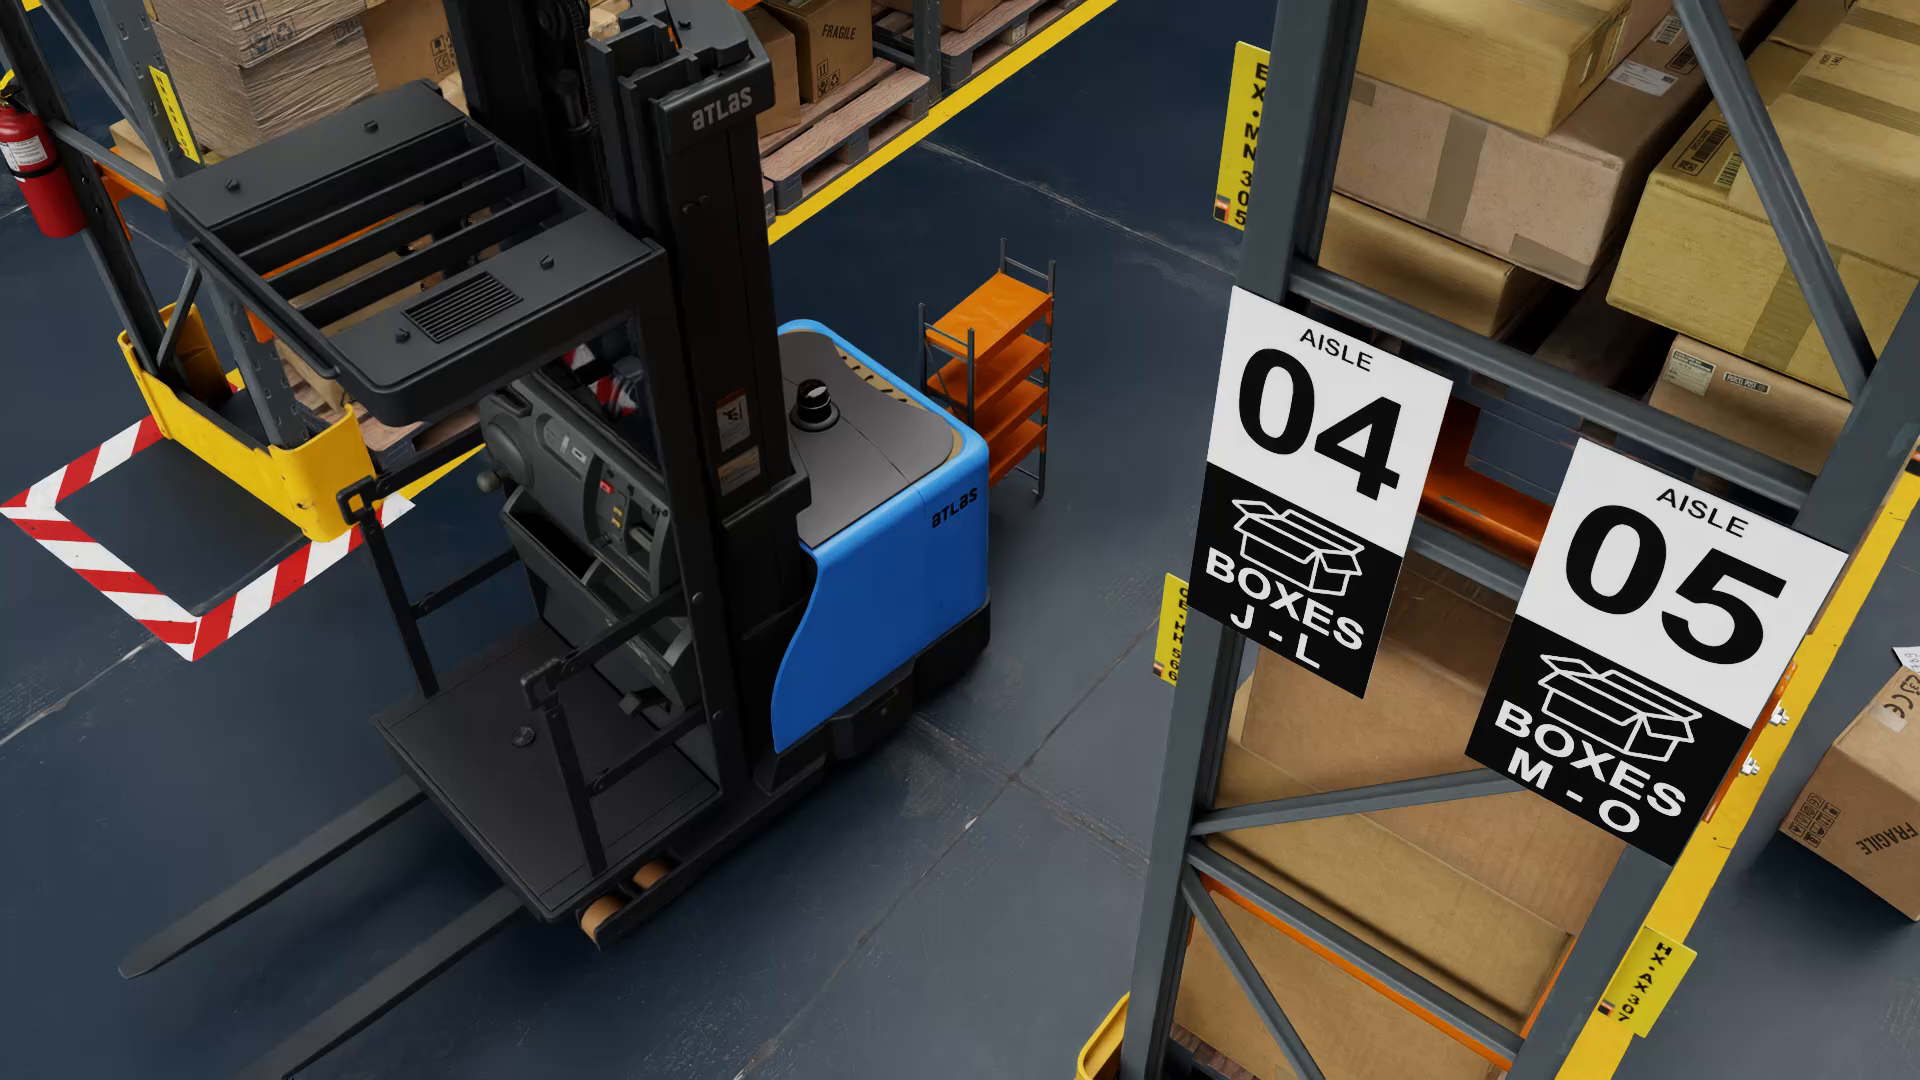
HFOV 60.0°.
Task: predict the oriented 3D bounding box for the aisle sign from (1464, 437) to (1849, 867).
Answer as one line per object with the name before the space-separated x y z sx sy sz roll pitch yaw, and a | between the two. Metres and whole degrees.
aisle sign | 1.080 0.207 2.680 0.394 0.787 0.004 29 53 25

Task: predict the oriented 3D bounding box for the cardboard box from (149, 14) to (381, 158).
cardboard box | -2.620 -1.759 6.081 0.875 0.500 0.500 29 53 25

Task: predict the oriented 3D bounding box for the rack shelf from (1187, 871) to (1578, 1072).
rack shelf | 2.108 0.036 5.139 1.077 0.370 4.000 29 53 25

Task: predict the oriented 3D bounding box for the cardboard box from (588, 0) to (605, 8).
cardboard box | -1.754 -2.646 6.928 0.875 0.500 0.500 29 53 25

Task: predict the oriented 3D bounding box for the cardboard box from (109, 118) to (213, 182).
cardboard box | -2.967 -1.487 6.269 0.380 0.149 0.250 29 53 25

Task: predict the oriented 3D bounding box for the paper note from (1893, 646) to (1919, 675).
paper note | 3.637 0.453 6.296 0.147 0.020 0.142 -2 46 -2

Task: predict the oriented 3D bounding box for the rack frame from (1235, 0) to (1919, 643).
rack frame | 0.886 -1.141 1.616 1.000 3.000 0.127 29 53 25

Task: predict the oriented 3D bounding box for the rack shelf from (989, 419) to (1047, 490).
rack shelf | 0.101 -0.326 6.599 0.258 0.148 0.480 29 53 25

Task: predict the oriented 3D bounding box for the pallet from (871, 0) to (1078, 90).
pallet | -0.057 -3.091 9.556 1.003 0.211 1.213 29 53 25

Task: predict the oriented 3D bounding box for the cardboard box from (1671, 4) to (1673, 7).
cardboard box | 1.134 -1.104 2.919 0.380 0.149 0.250 30 53 26

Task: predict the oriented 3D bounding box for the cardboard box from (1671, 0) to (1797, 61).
cardboard box | 1.270 -1.024 3.118 0.500 0.250 0.500 29 53 25

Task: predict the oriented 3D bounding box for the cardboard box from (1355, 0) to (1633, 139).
cardboard box | 0.823 -0.815 2.643 0.380 0.149 0.250 30 53 25

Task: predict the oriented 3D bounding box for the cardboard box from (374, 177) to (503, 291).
cardboard box | -2.244 -1.308 7.363 0.500 0.500 0.500 -29 53 -25

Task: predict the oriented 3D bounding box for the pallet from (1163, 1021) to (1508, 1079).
pallet | 1.313 1.403 5.264 1.003 0.211 1.213 29 53 25

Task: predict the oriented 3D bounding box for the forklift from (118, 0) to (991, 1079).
forklift | -1.297 -0.113 4.831 3.031 2.935 1.130 -35 55 -29

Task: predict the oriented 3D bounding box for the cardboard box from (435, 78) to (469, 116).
cardboard box | -2.146 -1.713 6.486 0.380 0.149 0.250 29 53 25

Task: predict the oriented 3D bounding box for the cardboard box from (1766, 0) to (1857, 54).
cardboard box | 1.693 -0.789 2.893 0.500 0.250 0.500 29 53 25

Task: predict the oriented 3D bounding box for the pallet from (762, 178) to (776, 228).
pallet | -1.660 -1.544 8.078 1.003 0.211 1.213 29 53 25

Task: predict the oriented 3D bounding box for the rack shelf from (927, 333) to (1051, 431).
rack shelf | 0.101 -0.617 6.294 0.258 0.148 0.480 29 53 25

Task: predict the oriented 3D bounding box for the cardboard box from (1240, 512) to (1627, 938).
cardboard box | 1.143 0.312 3.527 0.875 0.550 0.550 29 53 25

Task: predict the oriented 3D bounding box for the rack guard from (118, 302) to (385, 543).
rack guard | -2.931 -0.499 6.881 1.175 0.500 0.348 29 53 25

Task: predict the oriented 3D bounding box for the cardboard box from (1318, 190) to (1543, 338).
cardboard box | 0.821 -0.537 2.929 0.380 0.149 0.250 29 53 25

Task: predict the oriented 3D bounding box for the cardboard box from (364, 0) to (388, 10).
cardboard box | -2.114 -2.279 5.886 0.500 0.500 0.500 29 53 25

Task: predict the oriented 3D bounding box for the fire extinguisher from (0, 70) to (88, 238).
fire extinguisher | -3.412 -1.430 6.096 0.296 0.674 0.183 29 53 25

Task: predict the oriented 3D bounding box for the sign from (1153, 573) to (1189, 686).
sign | 0.465 0.202 3.518 0.100 0.325 0.005 29 53 25

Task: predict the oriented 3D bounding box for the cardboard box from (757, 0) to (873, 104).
cardboard box | -0.808 -2.678 8.672 0.500 0.500 0.500 28 52 24

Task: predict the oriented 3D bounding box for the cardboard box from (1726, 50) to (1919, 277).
cardboard box | 1.341 -0.523 2.363 0.380 0.149 0.250 30 53 25

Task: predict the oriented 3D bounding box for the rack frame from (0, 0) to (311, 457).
rack frame | -2.978 -1.319 5.936 1.000 3.000 0.127 29 53 25

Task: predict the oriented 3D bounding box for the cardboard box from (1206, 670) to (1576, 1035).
cardboard box | 1.077 0.647 3.953 0.875 0.550 0.550 29 53 25

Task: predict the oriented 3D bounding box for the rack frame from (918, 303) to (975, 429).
rack frame | -0.048 -0.370 6.273 0.240 1.200 0.015 29 53 25

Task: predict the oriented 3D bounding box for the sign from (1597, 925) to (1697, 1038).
sign | 1.321 0.854 3.206 0.100 0.325 0.005 29 53 25

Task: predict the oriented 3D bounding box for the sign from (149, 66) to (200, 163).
sign | -2.548 -1.378 5.393 0.100 0.325 0.005 29 53 25

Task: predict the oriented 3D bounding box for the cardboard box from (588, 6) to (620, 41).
cardboard box | -1.621 -2.105 6.860 0.380 0.149 0.250 29 53 25

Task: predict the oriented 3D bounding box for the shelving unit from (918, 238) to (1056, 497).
shelving unit | 0.101 -0.509 6.407 0.258 1.200 0.503 29 53 25
